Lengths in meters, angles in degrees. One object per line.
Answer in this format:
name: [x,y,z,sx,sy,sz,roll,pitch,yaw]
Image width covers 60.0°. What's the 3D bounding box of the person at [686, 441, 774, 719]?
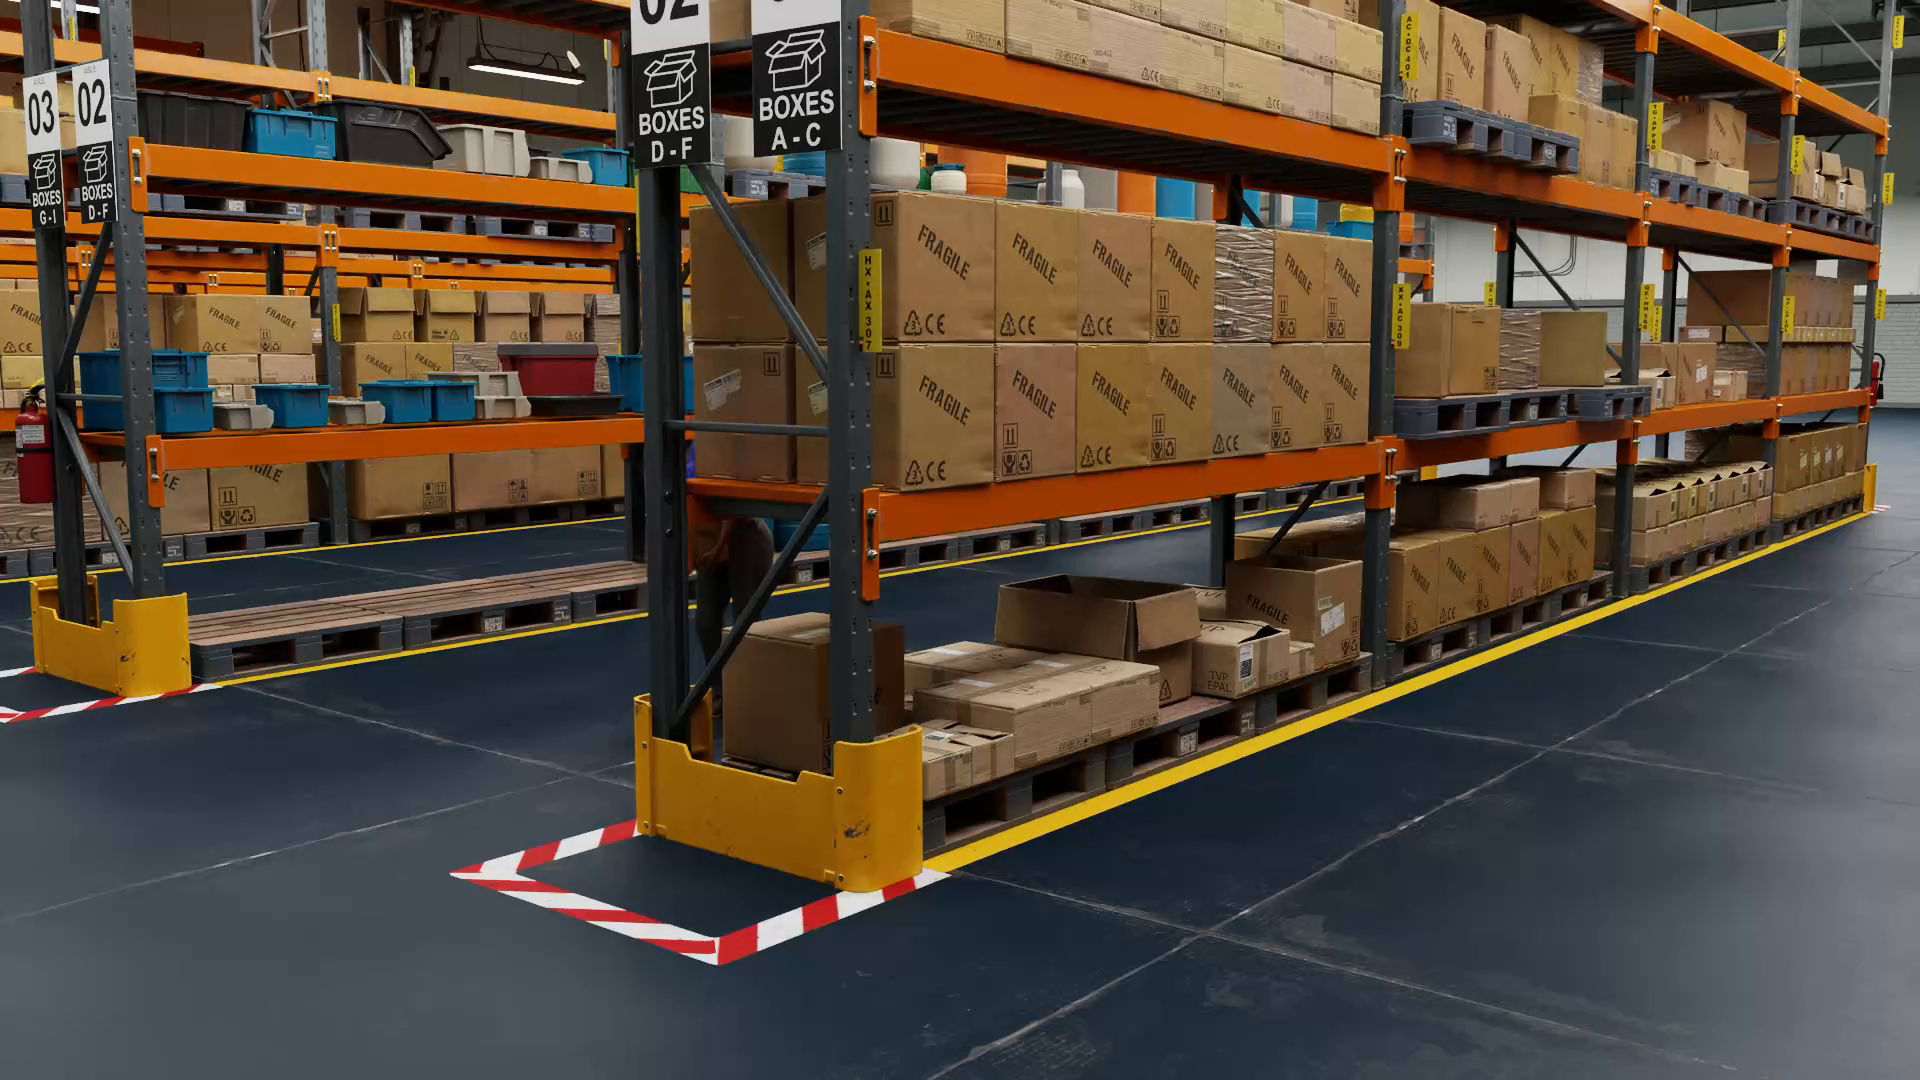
person: [-1.131,0.058,7.865,0.412,1.647,0.530,5,9,37]
